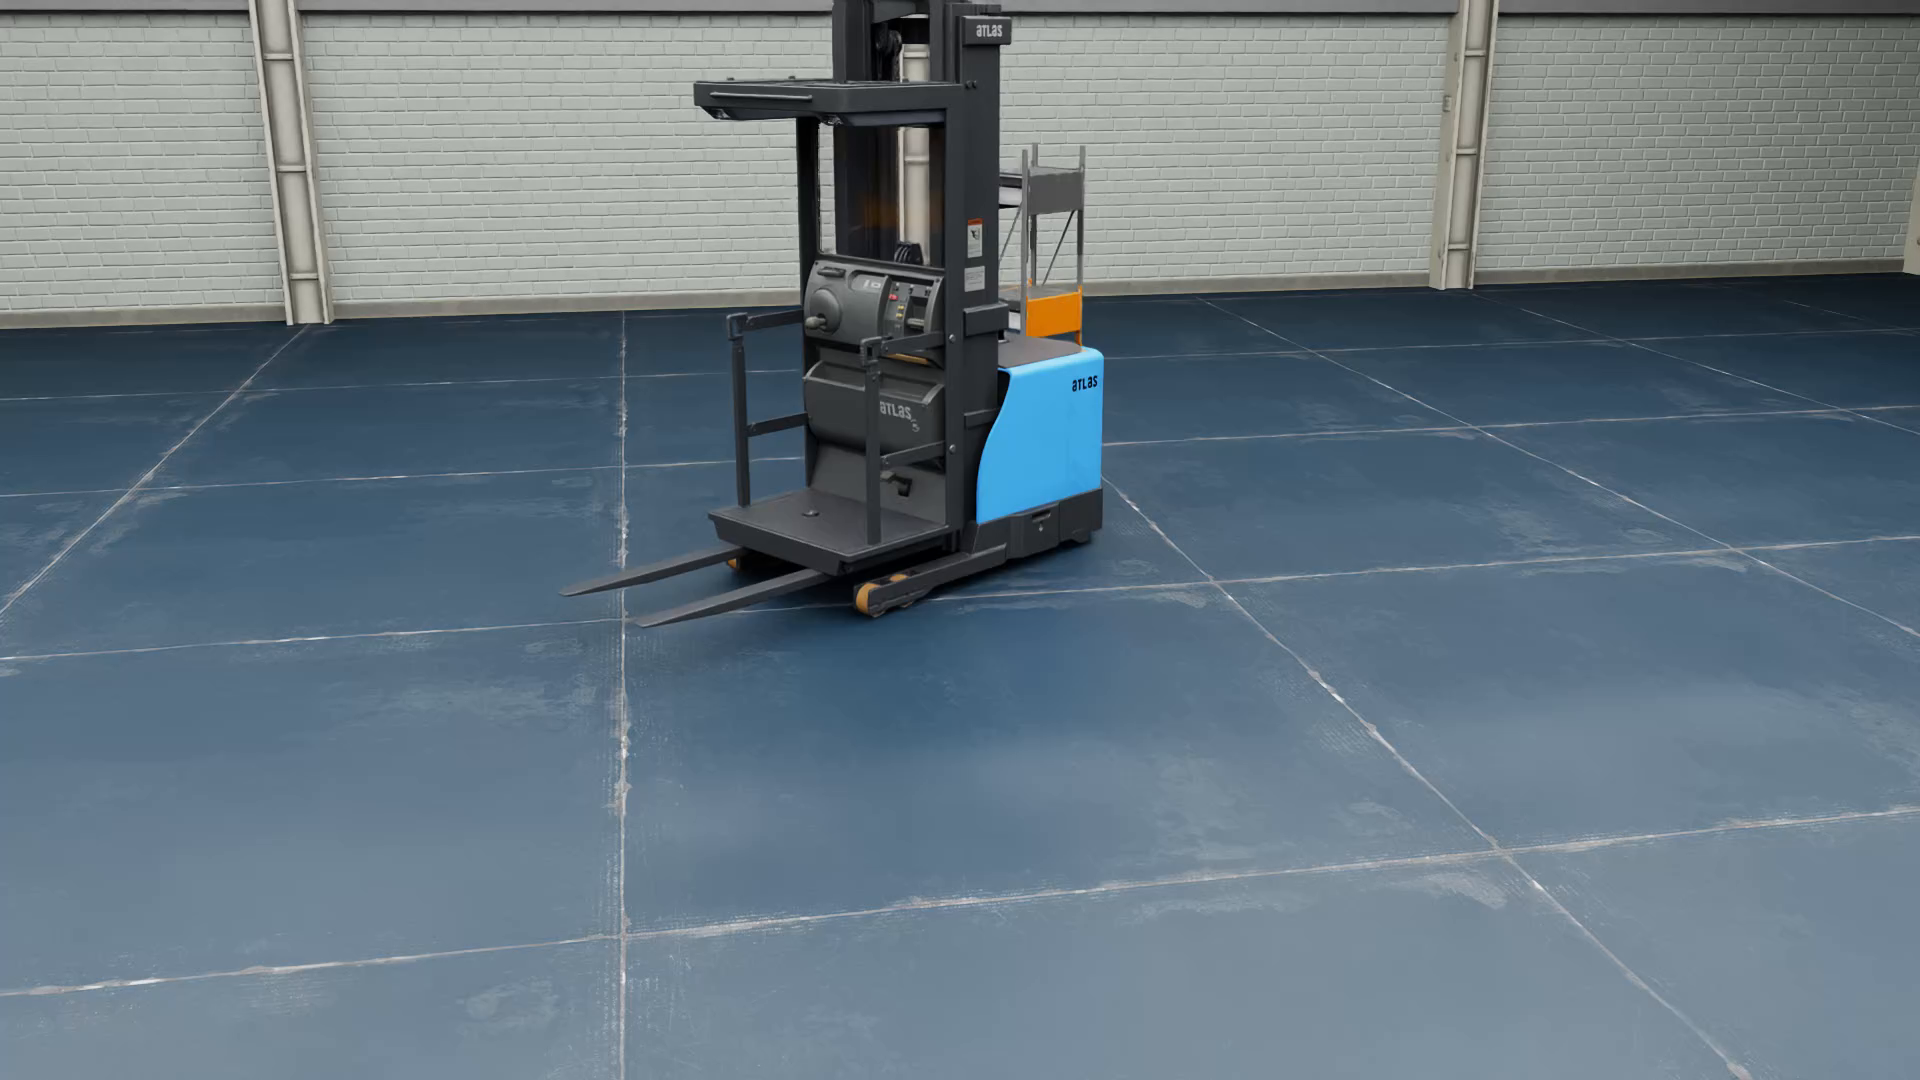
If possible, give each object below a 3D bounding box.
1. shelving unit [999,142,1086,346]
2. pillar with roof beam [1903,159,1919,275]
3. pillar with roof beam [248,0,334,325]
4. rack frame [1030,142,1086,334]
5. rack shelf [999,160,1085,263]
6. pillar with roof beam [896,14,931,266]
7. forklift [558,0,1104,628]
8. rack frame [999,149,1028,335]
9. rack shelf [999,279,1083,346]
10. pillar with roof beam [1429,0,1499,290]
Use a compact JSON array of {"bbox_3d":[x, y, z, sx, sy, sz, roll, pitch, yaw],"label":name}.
[{"bbox_3d":[0.401,-1.244,9.787,0.431,2.100,0.503,16,23,42],"label":"shelving unit"},{"bbox_3d":[12.144,-6.197,14.163,0.400,9.000,9.100,-3,17,-10],"label":"pillar with roof beam"},{"bbox_3d":[-5.529,-5.195,10.899,0.400,9.000,9.100,-3,17,-10],"label":"pillar with roof beam"},{"bbox_3d":[0.572,-1.296,9.954,0.400,2.100,0.015,16,23,42],"label":"rack frame"},{"bbox_3d":[0.401,-1.901,9.586,0.431,0.518,0.480,16,23,42],"label":"rack shelf"},{"bbox_3d":[0.362,-5.529,11.987,0.400,9.000,9.100,-3,17,-10],"label":"pillar with roof beam"},{"bbox_3d":[-0.587,-1.195,8.210,1.130,2.935,3.031,16,23,41],"label":"forklift"},{"bbox_3d":[0.230,-1.193,9.621,0.400,2.100,0.015,16,23,42],"label":"rack frame"},{"bbox_3d":[0.401,-1.231,9.791,0.431,0.518,0.480,16,23,42],"label":"rack shelf"},{"bbox_3d":[6.253,-5.863,13.075,0.400,9.000,9.100,-3,17,-10],"label":"pillar with roof beam"}]
